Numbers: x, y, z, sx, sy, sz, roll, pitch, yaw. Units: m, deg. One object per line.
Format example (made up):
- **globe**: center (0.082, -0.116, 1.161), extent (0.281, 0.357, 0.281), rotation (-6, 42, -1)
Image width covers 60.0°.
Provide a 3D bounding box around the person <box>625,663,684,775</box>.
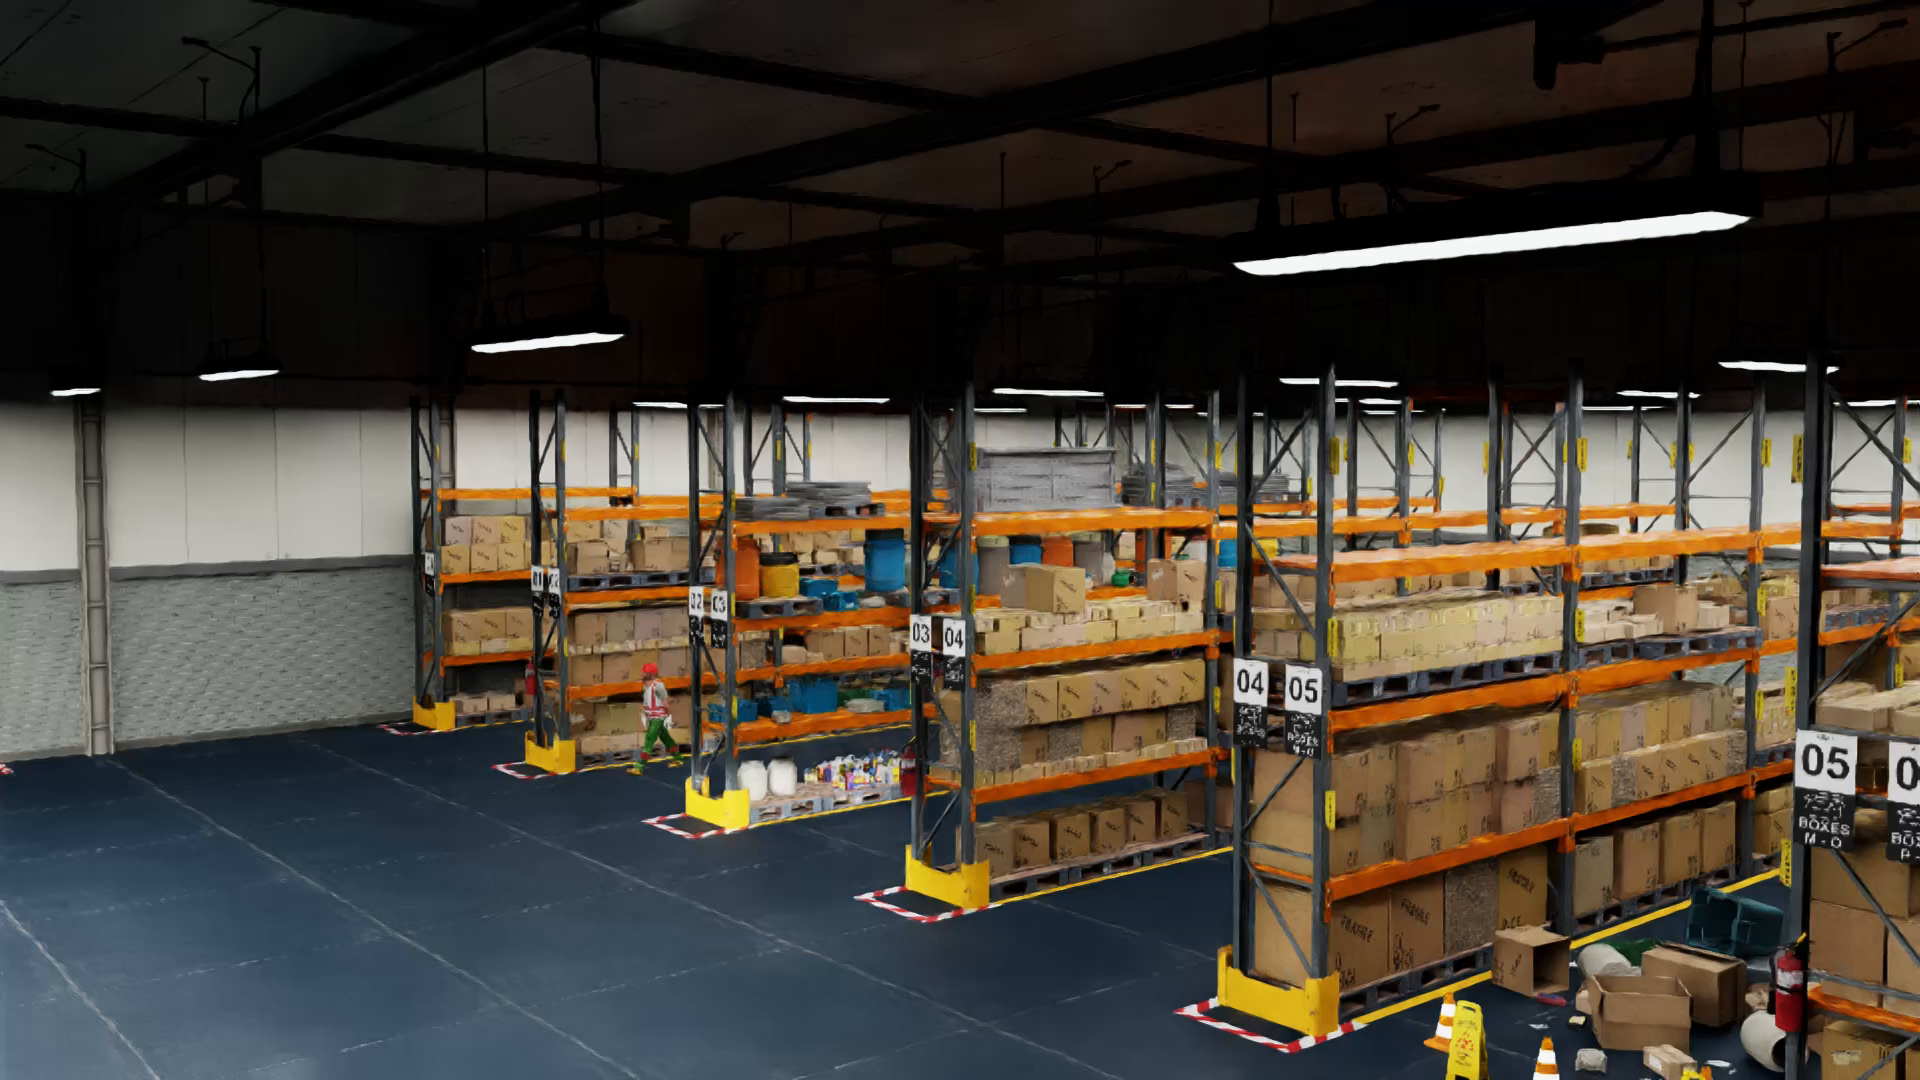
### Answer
- **person**: center (-4.803, 2.763, 25.980), extent (1.123, 1.709, 0.553), rotation (-3, 4, -37)
